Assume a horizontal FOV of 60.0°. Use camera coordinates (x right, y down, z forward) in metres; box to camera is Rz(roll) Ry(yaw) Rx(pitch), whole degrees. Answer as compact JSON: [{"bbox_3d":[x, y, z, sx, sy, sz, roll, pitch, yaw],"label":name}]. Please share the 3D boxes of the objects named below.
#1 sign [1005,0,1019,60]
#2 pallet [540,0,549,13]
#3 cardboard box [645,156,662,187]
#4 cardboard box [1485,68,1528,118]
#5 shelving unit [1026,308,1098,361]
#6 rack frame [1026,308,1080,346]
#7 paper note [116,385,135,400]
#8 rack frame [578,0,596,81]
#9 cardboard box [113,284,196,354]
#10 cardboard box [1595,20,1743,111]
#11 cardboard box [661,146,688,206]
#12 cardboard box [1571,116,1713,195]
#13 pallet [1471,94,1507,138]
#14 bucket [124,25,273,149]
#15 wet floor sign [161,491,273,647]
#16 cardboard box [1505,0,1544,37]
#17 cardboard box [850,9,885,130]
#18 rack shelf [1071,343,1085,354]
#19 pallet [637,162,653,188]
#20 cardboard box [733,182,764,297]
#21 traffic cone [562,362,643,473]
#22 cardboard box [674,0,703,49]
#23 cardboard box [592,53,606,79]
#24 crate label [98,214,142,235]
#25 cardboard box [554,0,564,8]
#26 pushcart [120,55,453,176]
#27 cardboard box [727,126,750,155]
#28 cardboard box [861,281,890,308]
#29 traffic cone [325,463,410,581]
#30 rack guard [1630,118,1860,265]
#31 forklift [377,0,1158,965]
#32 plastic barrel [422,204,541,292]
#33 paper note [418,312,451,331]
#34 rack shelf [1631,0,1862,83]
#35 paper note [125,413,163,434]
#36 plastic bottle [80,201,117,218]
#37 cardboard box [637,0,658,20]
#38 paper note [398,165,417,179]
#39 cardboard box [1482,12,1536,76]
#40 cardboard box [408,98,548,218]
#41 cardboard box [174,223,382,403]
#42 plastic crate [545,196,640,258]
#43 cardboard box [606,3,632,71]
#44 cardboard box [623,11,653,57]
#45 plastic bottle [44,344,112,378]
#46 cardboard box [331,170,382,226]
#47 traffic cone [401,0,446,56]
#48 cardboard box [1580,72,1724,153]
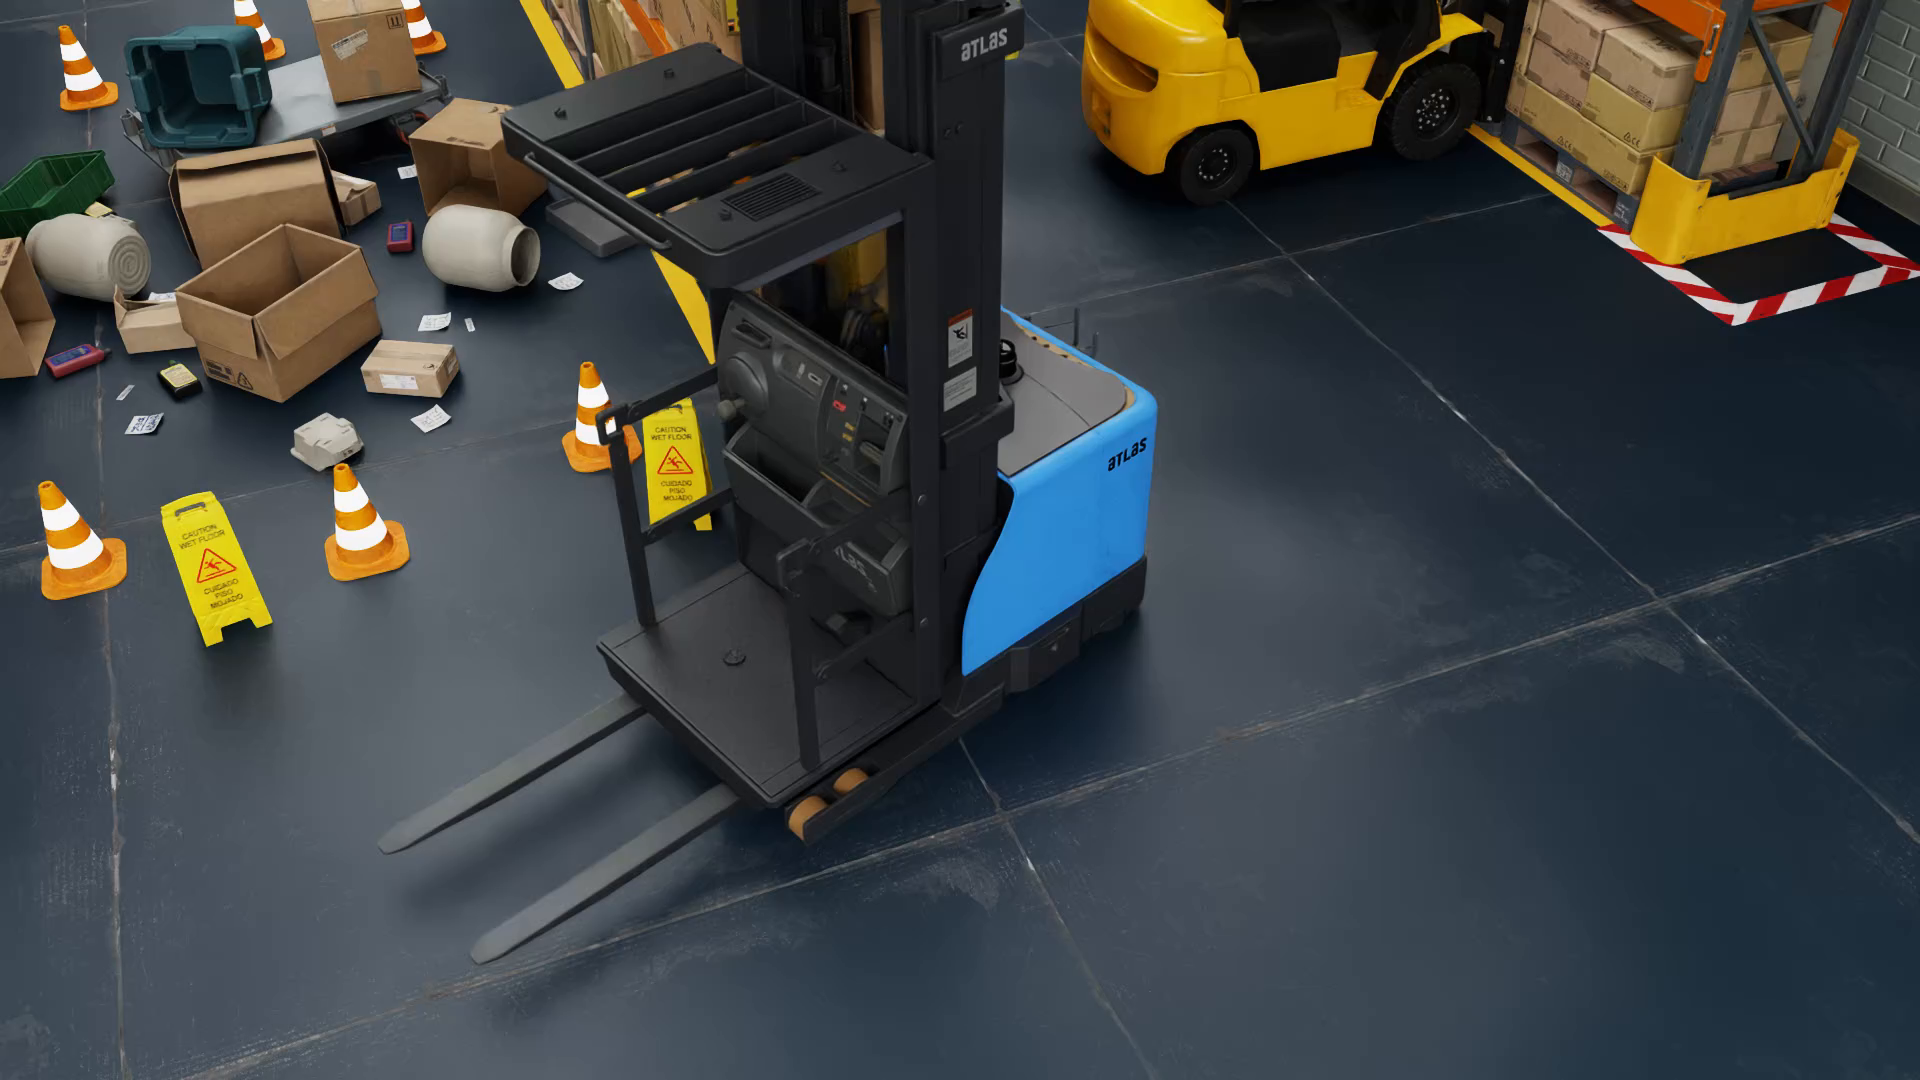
[{"bbox_3d":[0.190,-2.096,6.723,0.100,0.325,0.005,-15,43,-17],"label":"sign"},{"bbox_3d":[-2.611,-4.189,11.960,1.003,0.211,1.213,-15,43,-17],"label":"pallet"},{"bbox_3d":[-1.445,-2.098,9.176,0.500,0.250,0.500,-16,43,-17],"label":"cardboard box"},{"bbox_3d":[3.437,-2.799,9.991,0.500,0.250,0.500,-15,43,-16],"label":"cardboard box"},{"bbox_3d":[0.425,-0.546,7.192,0.258,0.900,0.210,-12,42,-14],"label":"shelving unit"},{"bbox_3d":[0.393,-0.608,7.266,0.240,0.900,0.006,-12,42,-14],"label":"rack frame"},{"bbox_3d":[-4.053,-0.716,8.075,0.032,0.001,0.123,5,41,6],"label":"paper note"},{"bbox_3d":[-1.841,-4.042,9.649,1.000,3.000,0.127,-15,43,-17],"label":"rack frame"},{"bbox_3d":[-4.017,-1.133,8.364,0.396,0.266,0.258,-8,41,-9],"label":"cardboard box"},{"bbox_3d":[3.809,-2.568,8.956,0.500,0.250,0.500,-14,43,-15],"label":"cardboard box"},{"bbox_3d":[-1.248,-2.070,8.568,0.500,0.500,0.500,-16,43,-18],"label":"cardboard box"},{"bbox_3d":[3.802,-2.194,9.287,0.500,0.250,0.500,-15,43,-17],"label":"cardboard box"},{"bbox_3d":[3.480,-2.999,10.576,1.003,0.211,1.213,-15,43,-17],"label":"pallet"},{"bbox_3d":[-4.194,-2.574,9.288,0.726,0.611,0.620,-2,31,-2],"label":"bucket"},{"bbox_3d":[-3.005,0.080,6.662,0.267,0.644,0.232,-23,46,-24],"label":"wet floor sign"},{"bbox_3d":[3.406,-3.176,9.662,0.500,0.250,0.500,-15,43,-16],"label":"cardboard box"},{"bbox_3d":[-0.236,-2.137,7.130,0.500,0.500,0.500,-16,43,-18],"label":"cardboard box"},{"bbox_3d":[0.425,-0.727,7.040,0.258,0.077,0.200,-12,42,-14],"label":"rack shelf"},{"bbox_3d":[-1.552,-2.589,10.098,1.003,0.211,1.213,-15,43,-17],"label":"pallet"},{"bbox_3d":[-0.858,-1.451,7.848,0.500,0.500,0.500,-15,43,-17],"label":"cardboard box"},{"bbox_3d":[-1.667,-0.607,7.601,0.336,0.463,0.334,-15,43,-17],"label":"traffic cone"},{"bbox_3d":[-0.960,-2.344,7.370,0.500,0.500,0.500,-15,43,-17],"label":"cardboard box"},{"bbox_3d":[-1.865,-2.736,9.917,0.500,0.250,0.500,-17,44,-19],"label":"cardboard box"},{"bbox_3d":[-4.640,-1.657,9.072,0.250,0.136,0.298,19,44,20],"label":"crate label"},{"bbox_3d":[-2.322,-3.952,11.239,0.950,0.372,0.625,-13,42,-14],"label":"cardboard box"},{"bbox_3d":[-3.929,-2.448,9.808,1.648,0.377,0.936,-31,49,-31],"label":"pushcart"},{"bbox_3d":[-0.851,-1.834,7.274,0.380,0.149,0.250,-16,43,-17],"label":"cardboard box"},{"bbox_3d":[-0.364,-1.304,8.252,0.500,0.250,0.500,-15,43,-17],"label":"cardboard box"},{"bbox_3d":[-2.563,-0.126,7.041,0.336,0.463,0.334,-15,43,-17],"label":"traffic cone"},{"bbox_3d":[4.283,-1.910,9.088,1.175,0.500,0.348,-15,43,-17],"label":"rack guard"},{"bbox_3d":[-0.663,-0.411,5.480,3.031,2.935,1.130,-31,50,-31],"label":"forklift"},{"bbox_3d":[-2.500,-1.522,8.695,0.512,0.421,0.421,12,42,13],"label":"plastic barrel"},{"bbox_3d":[-2.698,-1.124,8.542,0.148,0.019,0.142,-2,41,-2],"label":"paper note"},{"bbox_3d":[3.509,-3.805,9.926,1.077,0.370,4.000,-15,43,-17],"label":"rack shelf"},{"bbox_3d":[-3.861,-0.553,7.871,0.144,0.017,0.142,-2,41,-2],"label":"paper note"},{"bbox_3d":[-4.876,-1.842,9.345,0.283,0.061,0.133,27,47,27],"label":"plastic bottle"},{"bbox_3d":[-1.414,-2.759,8.350,0.380,0.149,0.250,-15,43,-17],"label":"cardboard box"},{"bbox_3d":[-3.215,-2.171,9.751,0.148,0.019,0.142,-15,43,-17],"label":"paper note"},{"bbox_3d":[3.400,-3.005,9.847,0.500,0.250,0.500,-16,43,-18],"label":"cardboard box"},{"bbox_3d":[-2.688,-2.110,9.318,0.500,0.500,0.500,12,42,13],"label":"cardboard box"},{"bbox_3d":[-3.322,-1.112,8.157,0.637,0.503,0.797,19,44,20],"label":"cardboard box"},{"bbox_3d":[-1.998,-1.784,9.264,0.402,0.080,0.583,-31,49,-31],"label":"plastic crate"},{"bbox_3d":[-1.649,-2.700,9.301,0.500,0.500,0.500,-13,42,-15],"label":"cardboard box"},{"bbox_3d":[-1.569,-2.705,8.809,0.380,0.149,0.250,-13,42,-14],"label":"cardboard box"},{"bbox_3d":[-4.372,-0.902,8.252,0.283,0.061,0.133,-31,49,-31],"label":"plastic bottle"},{"bbox_3d":[-3.513,-1.979,9.348,0.396,0.266,0.258,19,44,20],"label":"cardboard box"},{"bbox_3d":[-3.609,-3.478,10.939,0.336,0.463,0.334,-15,43,-17],"label":"traffic cone"},{"bbox_3d":[3.799,-2.394,9.137,0.500,0.250,0.500,-16,43,-17],"label":"cardboard box"}]
